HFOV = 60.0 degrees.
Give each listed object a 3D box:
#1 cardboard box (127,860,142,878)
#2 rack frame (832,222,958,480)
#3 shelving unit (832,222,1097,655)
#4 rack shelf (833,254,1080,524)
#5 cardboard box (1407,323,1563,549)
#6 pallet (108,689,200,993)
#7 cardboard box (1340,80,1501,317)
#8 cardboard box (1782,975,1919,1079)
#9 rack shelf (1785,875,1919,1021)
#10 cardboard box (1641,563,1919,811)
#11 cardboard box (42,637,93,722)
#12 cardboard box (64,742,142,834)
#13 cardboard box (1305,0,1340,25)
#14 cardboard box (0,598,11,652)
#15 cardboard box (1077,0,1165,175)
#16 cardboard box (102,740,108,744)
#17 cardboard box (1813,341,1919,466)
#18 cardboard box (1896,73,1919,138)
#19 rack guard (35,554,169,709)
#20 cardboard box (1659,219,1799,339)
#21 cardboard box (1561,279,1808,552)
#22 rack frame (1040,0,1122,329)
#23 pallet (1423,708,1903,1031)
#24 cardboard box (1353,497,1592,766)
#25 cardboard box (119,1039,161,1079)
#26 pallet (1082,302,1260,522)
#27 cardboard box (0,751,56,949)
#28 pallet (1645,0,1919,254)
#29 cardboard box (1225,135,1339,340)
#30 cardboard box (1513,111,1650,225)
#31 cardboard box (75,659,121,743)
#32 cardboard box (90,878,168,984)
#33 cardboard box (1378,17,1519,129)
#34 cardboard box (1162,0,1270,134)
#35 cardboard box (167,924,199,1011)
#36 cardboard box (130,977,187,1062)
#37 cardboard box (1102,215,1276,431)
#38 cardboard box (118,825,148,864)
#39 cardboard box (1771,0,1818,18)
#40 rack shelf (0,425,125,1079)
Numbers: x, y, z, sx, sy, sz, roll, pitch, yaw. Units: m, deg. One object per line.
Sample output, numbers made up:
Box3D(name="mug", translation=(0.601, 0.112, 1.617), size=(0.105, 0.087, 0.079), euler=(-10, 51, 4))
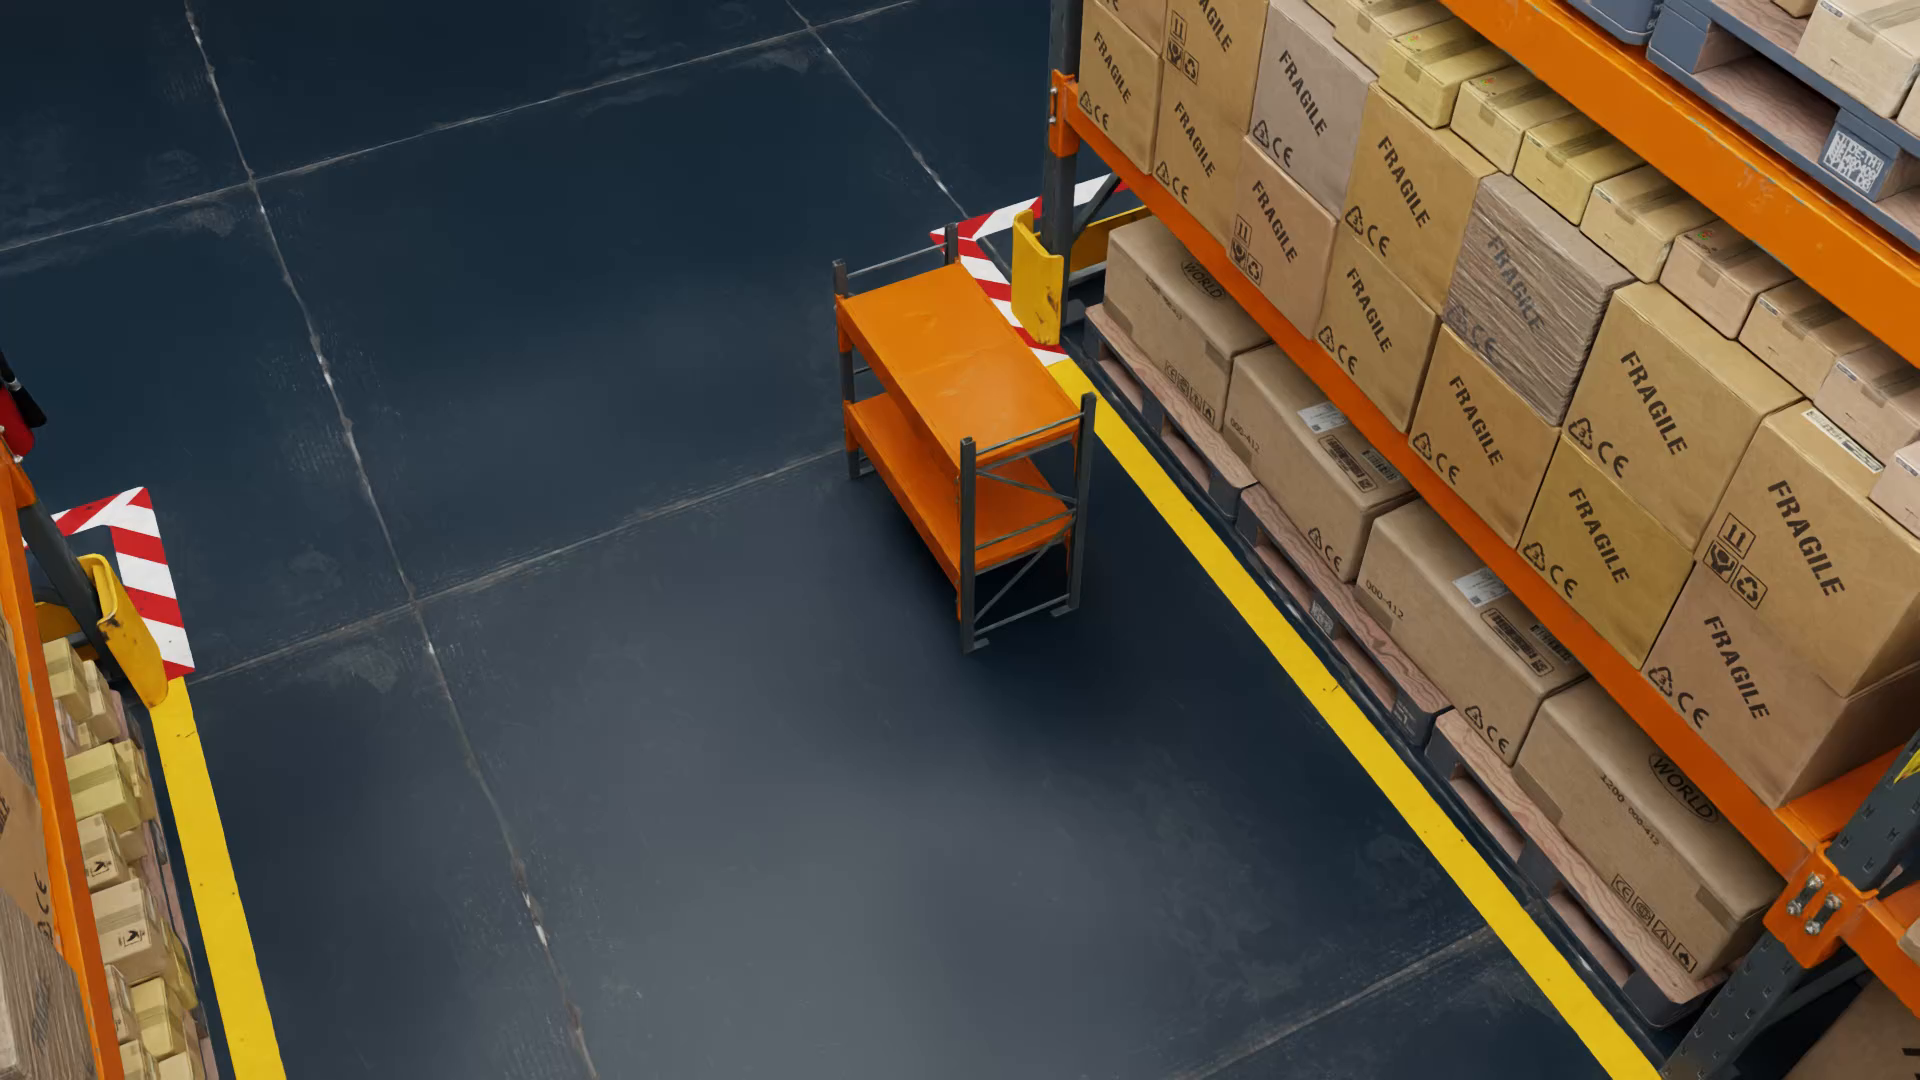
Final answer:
Box3D(name="cardboard box", translation=(-2.859, 1.064, 5.334), size=(0.380, 0.149, 0.250), euler=(-21, 52, -18))
Box3D(name="rack frame", translation=(-0.236, -0.715, 6.521), size=(0.500, 1.125, 0.032), euler=(-21, 52, -18))
Box3D(name="shelving unit", translation=(-0.003, -0.375, 6.223), size=(0.538, 1.125, 1.048), euler=(-21, 52, -18))
Box3D(name="rack shelf", translation=(-0.003, -0.568, 6.003), size=(0.538, 0.278, 1.000), euler=(-21, 52, -18))
Box3D(name="cardboard box", translation=(1.725, -0.385, 4.920), size=(0.500, 0.500, 0.500), euler=(-22, 52, -18))
Box3D(name="pallet", translation=(-3.163, 1.164, 5.484), size=(1.003, 0.211, 1.213), euler=(-21, 52, -18))
Box3D(name="cardboard box", translation=(1.498, -1.057, 4.844), size=(0.500, 0.500, 0.500), euler=(-21, 52, -17))
Box3D(name="cardboard box", translation=(3.003, 1.493, 4.477), size=(0.875, 0.875, 0.875), euler=(-20, 52, -16))
Box3D(name="rack shelf", translation=(3.563, 2.119, 3.274), size=(1.077, 0.370, 4.000), euler=(-21, 52, -18))
Box3D(name="cardboard box", translation=(2.208, 0.289, 4.331), size=(0.500, 0.500, 0.500), euler=(-21, 52, -17))
Box3D(name="cardboard box", translation=(-3.070, 0.511, 5.423), size=(0.380, 0.149, 0.250), euler=(-21, 52, -17))
Box3D(name="cardboard box", translation=(-2.775, 0.829, 5.145), size=(0.380, 0.149, 0.250), euler=(-22, 52, -18))
Box3D(name="cardboard box", translation=(1.237, -1.684, 4.961), size=(0.380, 0.149, 0.250), euler=(-21, 52, -17))
Box3D(name="cardboard box", translation=(-2.872, 0.067, 4.327), size=(0.500, 0.500, 0.500), euler=(-22, 52, -18))
Box3D(name="cardboard box", translation=(0.782, -1.746, 6.110), size=(0.500, 0.500, 0.500), euler=(-22, 52, -18))
Box3D(name="cardboard box", translation=(-3.111, 0.720, 5.635), size=(0.380, 0.149, 0.250), euler=(-20, 52, -17))
Box3D(name="cardboard box", translation=(2.200, -0.342, 3.787), size=(0.380, 0.149, 0.250), euler=(-20, 52, -17))
Box3D(name="cardboard box", translation=(2.071, -0.888, 3.177), size=(0.396, 0.266, 0.258), euler=(-20, 52, -16))
Box3D(name="rack guard", translation=(-3.503, 0.513, 5.862), size=(1.175, 0.500, 0.348), euler=(-21, 52, -18))
Box3D(name="cardboard box", translation=(1.962, -0.675, 4.079), size=(0.380, 0.149, 0.250), euler=(-22, 52, -18))
Box3D(name="cardboard box", translation=(1.961, -0.381, 4.253), size=(0.500, 0.500, 0.500), euler=(-22, 52, -18))
Box3D(name="rack frame", translation=(0.817, -2.133, 6.516), size=(1.000, 3.000, 0.127), euler=(-21, 52, -18))
Box3D(name="pallet", translation=(2.369, 0.926, 5.692), size=(1.003, 0.211, 1.213), euler=(-21, 52, -18))
Box3D(name="cardboard box", translation=(2.046, 0.193, 5.904), size=(0.875, 0.438, 0.875), euler=(-23, 53, -19))
Box3D(name="cardboard box", translation=(-2.373, 1.564, 4.501), size=(0.380, 0.149, 0.250), euler=(-21, 52, -17))
Box3D(name="pallet", translation=(1.253, -0.707, 7.121), size=(1.003, 0.211, 1.213), euler=(-21, 52, -18))
Box3D(name="cardboard box", translation=(-2.413, 0.741, 3.738), size=(0.500, 0.500, 0.500), euler=(-19, 51, -16))
Box3D(name="pallet", translation=(2.283, -0.965, 3.560), size=(1.003, 0.211, 1.213), euler=(-21, 52, -18))
Box3D(name="cardboard box", translation=(1.255, -1.070, 5.520), size=(0.500, 0.500, 0.500), euler=(-21, 52, -18))
Box3D(name="cardboard box", translation=(1.695, -1.005, 4.368), size=(0.380, 0.149, 0.250), euler=(-22, 52, -18))
Box3D(name="cardboard box", translation=(-3.043, 0.597, 5.545), size=(0.380, 0.149, 0.250), euler=(-22, 53, -18))
Box3D(name="cardboard box", translation=(-2.540, 1.184, 4.834), size=(0.380, 0.149, 0.250), euler=(-19, 52, -16))
Box3D(name="cardboard box", translation=(1.406, -1.323, 4.646), size=(0.380, 0.149, 0.250), euler=(-22, 52, -18))
Box3D(name="cardboard box", translation=(1.026, -1.732, 5.434), size=(0.500, 0.500, 0.500), euler=(-22, 53, -18))
Box3D(name="cardboard box", translation=(-2.562, 1.374, 5.063), size=(0.380, 0.149, 0.250), euler=(-23, 53, -19))
Box3D(name="cardboard box", translation=(-2.454, 1.464, 4.787), size=(0.380, 0.149, 0.250), euler=(-19, 51, -16))
Box3D(name="cardboard box", translation=(1.208, -1.021, 6.966), size=(0.875, 0.438, 0.875), euler=(-23, 53, -19))
Box3D(name="cardboard box", translation=(-2.803, 0.944, 5.242), size=(0.380, 0.149, 0.250), euler=(-23, 53, -19))
Box3D(name="cardboard box", translation=(2.002, -1.540, 3.590), size=(0.797, 0.503, 0.637), euler=(-17, 51, -15))
Box3D(name="rack shelf", translation=(-2.623, 1.215, 4.065), size=(1.077, 0.370, 4.000), euler=(-21, 52, -18))
